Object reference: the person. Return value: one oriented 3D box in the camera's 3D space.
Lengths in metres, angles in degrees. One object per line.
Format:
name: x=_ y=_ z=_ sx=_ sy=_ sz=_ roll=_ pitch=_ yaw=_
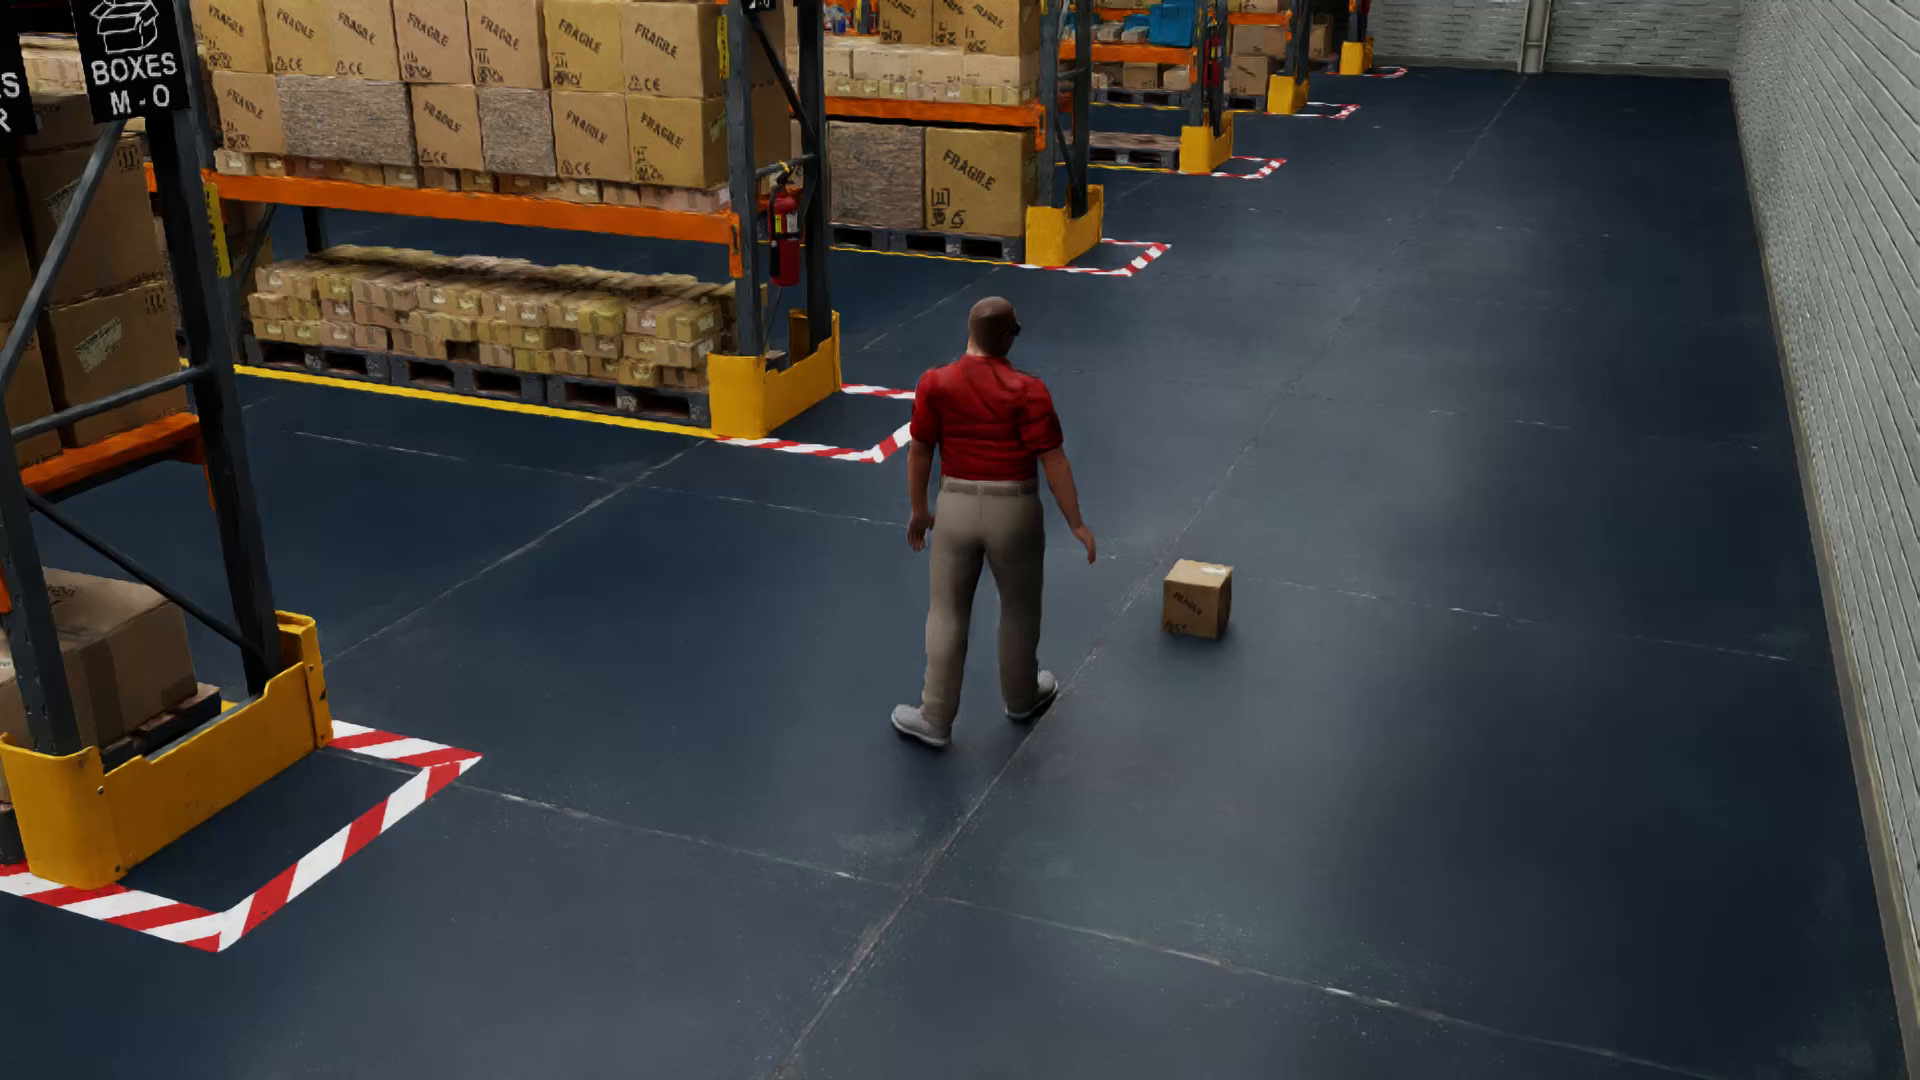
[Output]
person: x=0.142 y=-0.085 z=6.297 sx=0.775 sy=1.715 sz=0.652 roll=5 pitch=23 yaw=13
